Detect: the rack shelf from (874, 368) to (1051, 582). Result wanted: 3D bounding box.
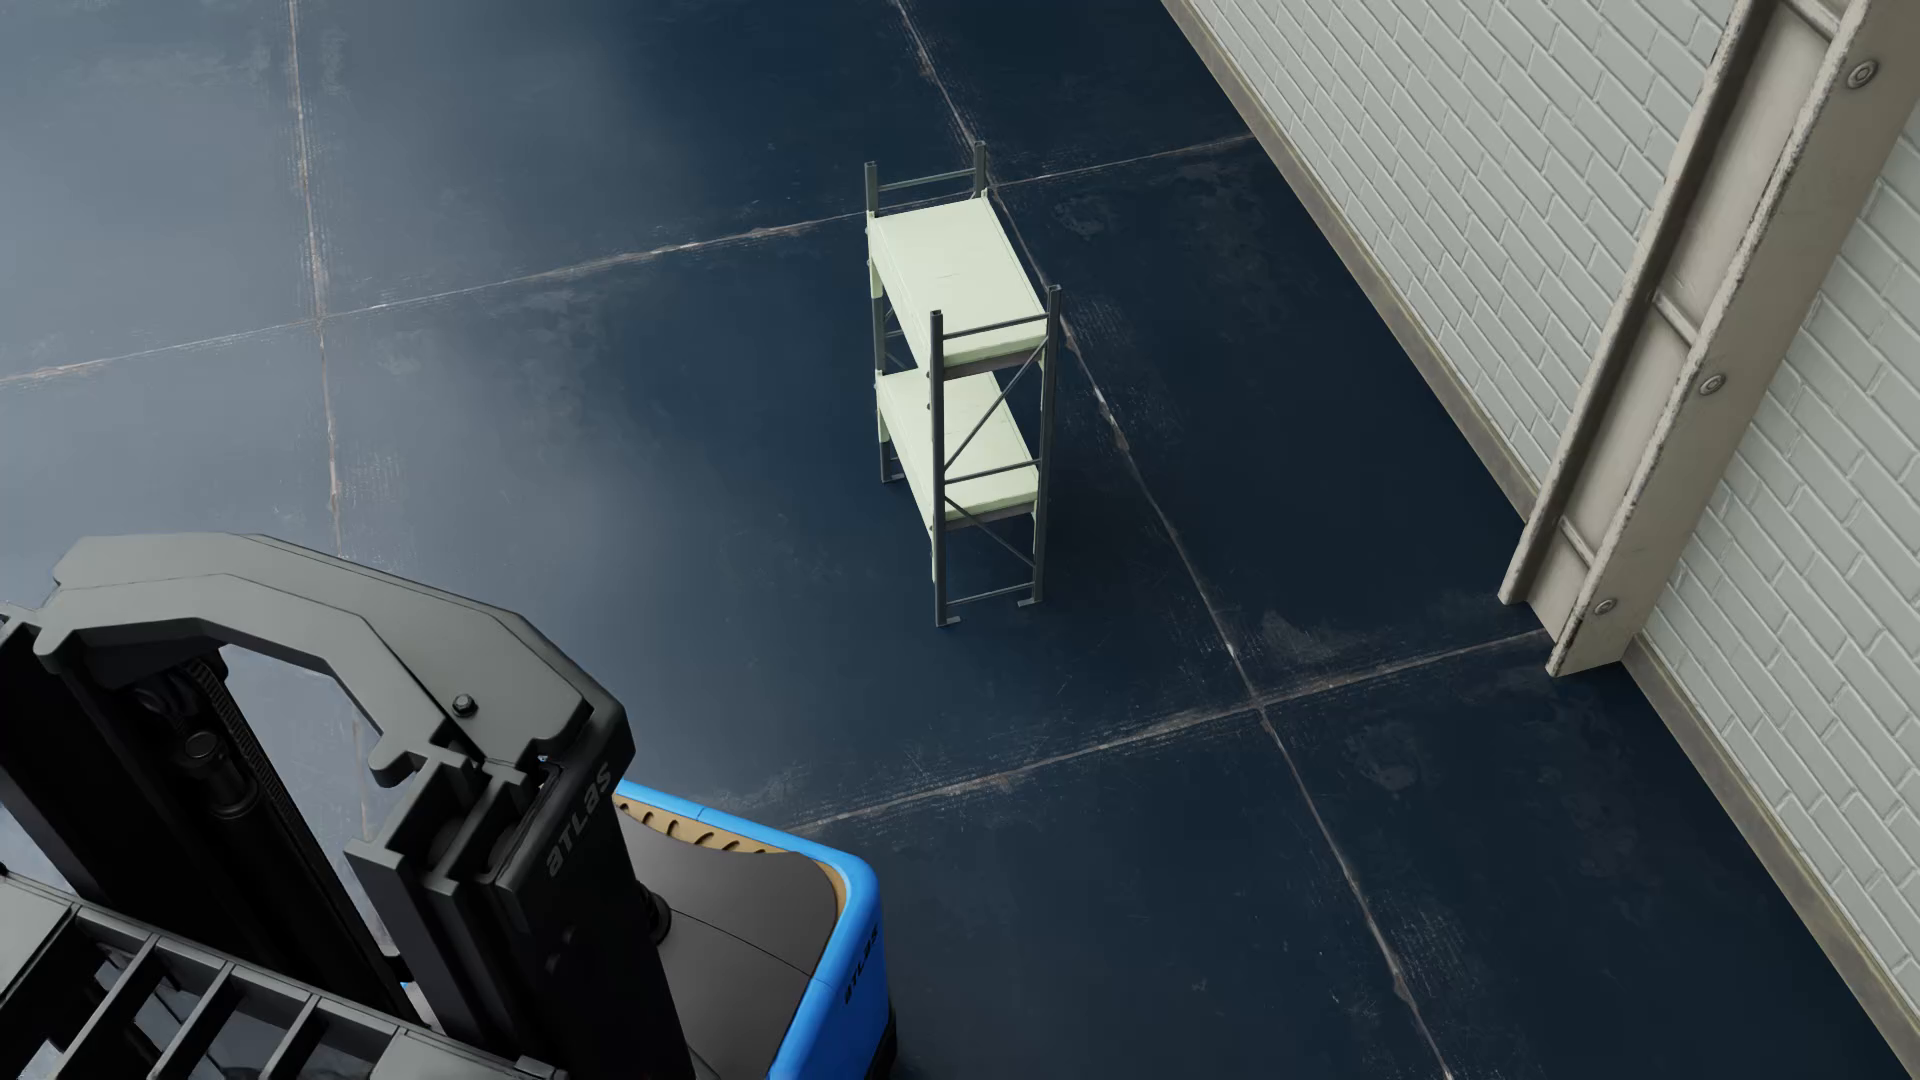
[{"bbox_3d":[-0.002,-0.278,5.930,0.431,0.370,0.720,-13,51,-11],"label":"rack shelf"}]

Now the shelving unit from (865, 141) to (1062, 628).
[{"bbox_3d":[-0.002,-0.488,5.681,0.431,1.500,0.755,-13,51,-11],"label":"shelving unit"}]

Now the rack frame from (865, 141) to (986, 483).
[{"bbox_3d":[-0.110,-0.756,5.906,0.400,1.500,0.023,-13,51,-11],"label":"rack frame"}]

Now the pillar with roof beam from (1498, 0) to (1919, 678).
[{"bbox_3d":[-1.943,-1.621,1.731,9.100,9.000,0.400,-13,51,-11],"label":"pillar with roof beam"}]

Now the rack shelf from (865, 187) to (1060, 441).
[{"bbox_3d":[-0.002,-0.740,5.382,0.431,0.370,0.720,-13,51,-11],"label":"rack shelf"}]

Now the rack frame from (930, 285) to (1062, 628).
[{"bbox_3d":[0.106,-0.221,5.455,0.400,1.500,0.023,-13,51,-11],"label":"rack frame"}]

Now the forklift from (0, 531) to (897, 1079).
[{"bbox_3d":[-1.168,1.494,3.073,1.130,2.935,3.031,16,52,13],"label":"forklift"}]
